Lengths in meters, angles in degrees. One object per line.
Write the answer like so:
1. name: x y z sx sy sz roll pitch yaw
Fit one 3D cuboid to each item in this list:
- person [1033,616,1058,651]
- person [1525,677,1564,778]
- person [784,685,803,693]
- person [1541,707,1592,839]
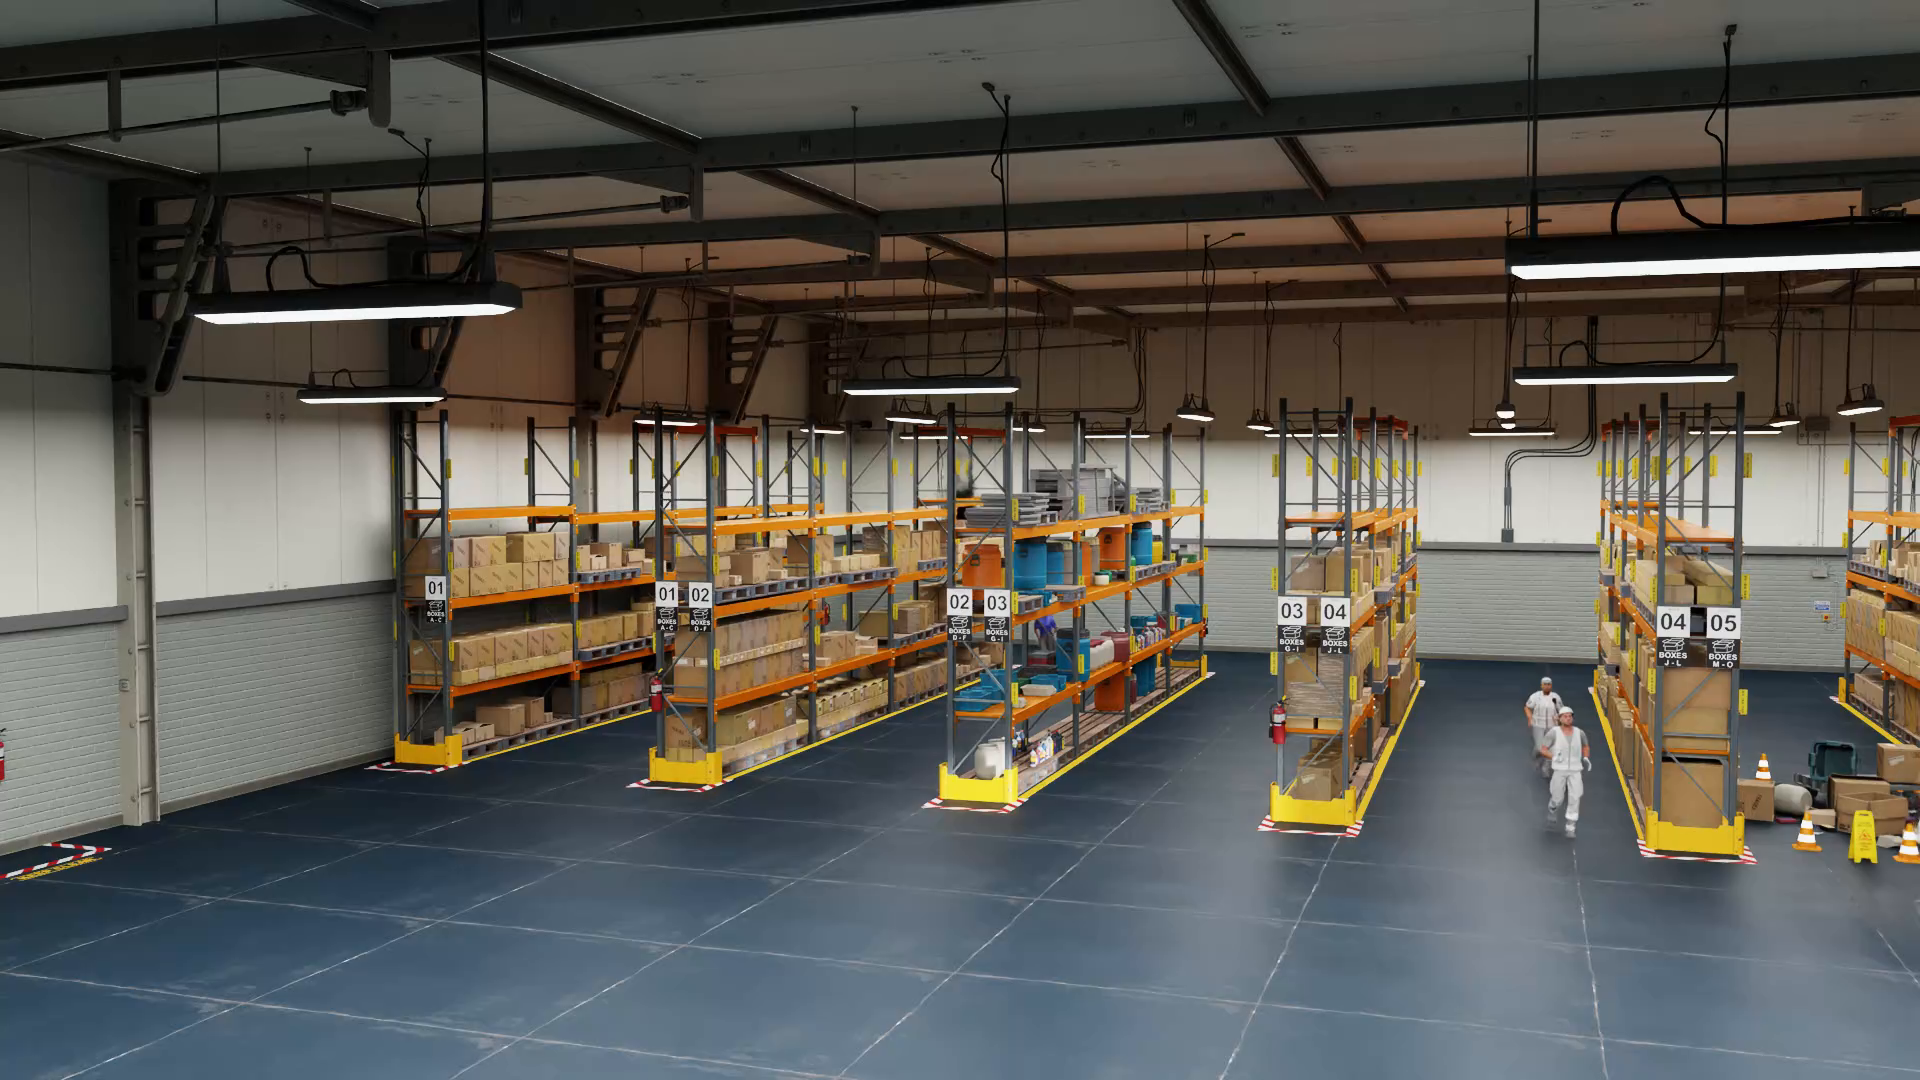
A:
1. person: 2.081 2.460 40.482 0.596 1.631 0.757 0 2 5
2. person: 9.487 3.045 26.964 0.595 1.612 0.547 0 2 12
3. person: -3.485 2.672 34.935 0.541 1.714 0.801 1 3 17
4. person: 8.274 3.152 22.700 0.666 1.755 0.825 0 2 7
